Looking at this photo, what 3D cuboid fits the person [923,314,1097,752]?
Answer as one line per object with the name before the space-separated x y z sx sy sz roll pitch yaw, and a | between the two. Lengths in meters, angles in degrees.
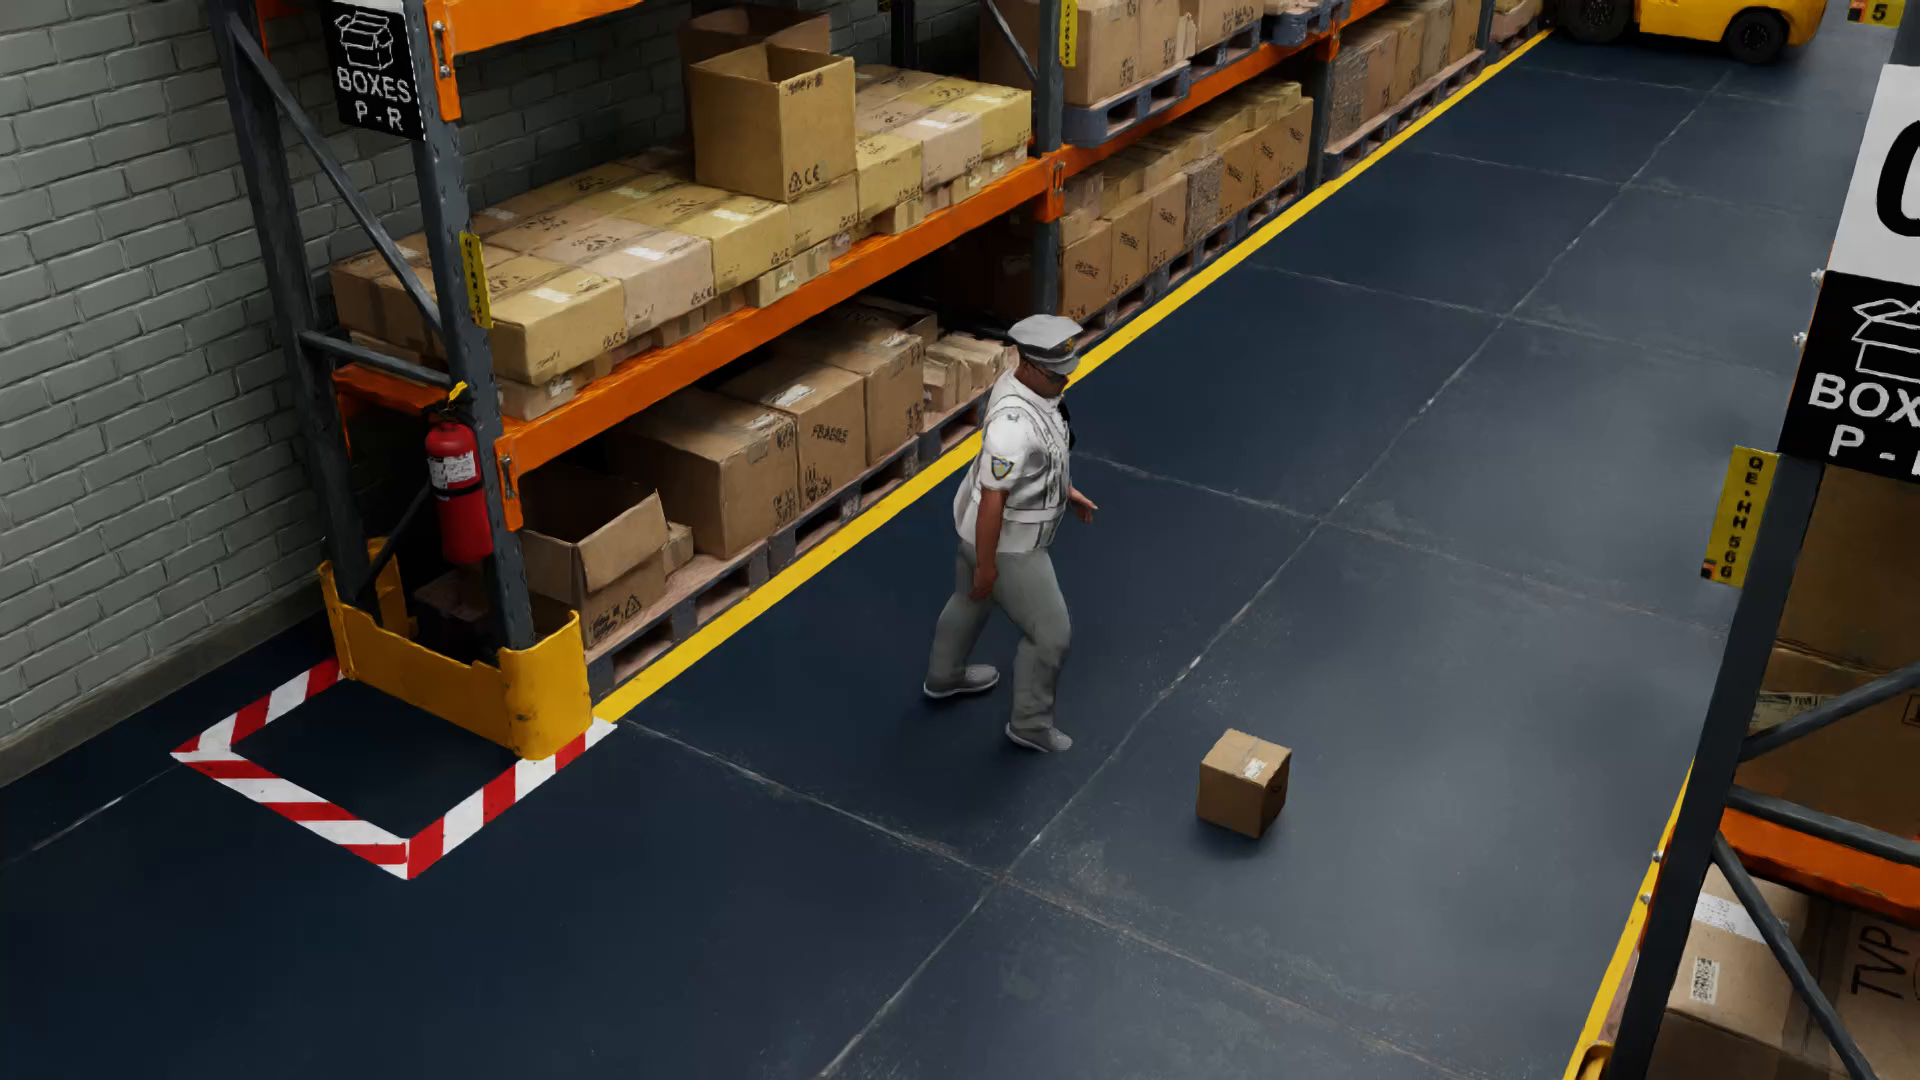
person | 0.199 -0.009 6.228 0.681 1.793 0.583 -1 30 -2
